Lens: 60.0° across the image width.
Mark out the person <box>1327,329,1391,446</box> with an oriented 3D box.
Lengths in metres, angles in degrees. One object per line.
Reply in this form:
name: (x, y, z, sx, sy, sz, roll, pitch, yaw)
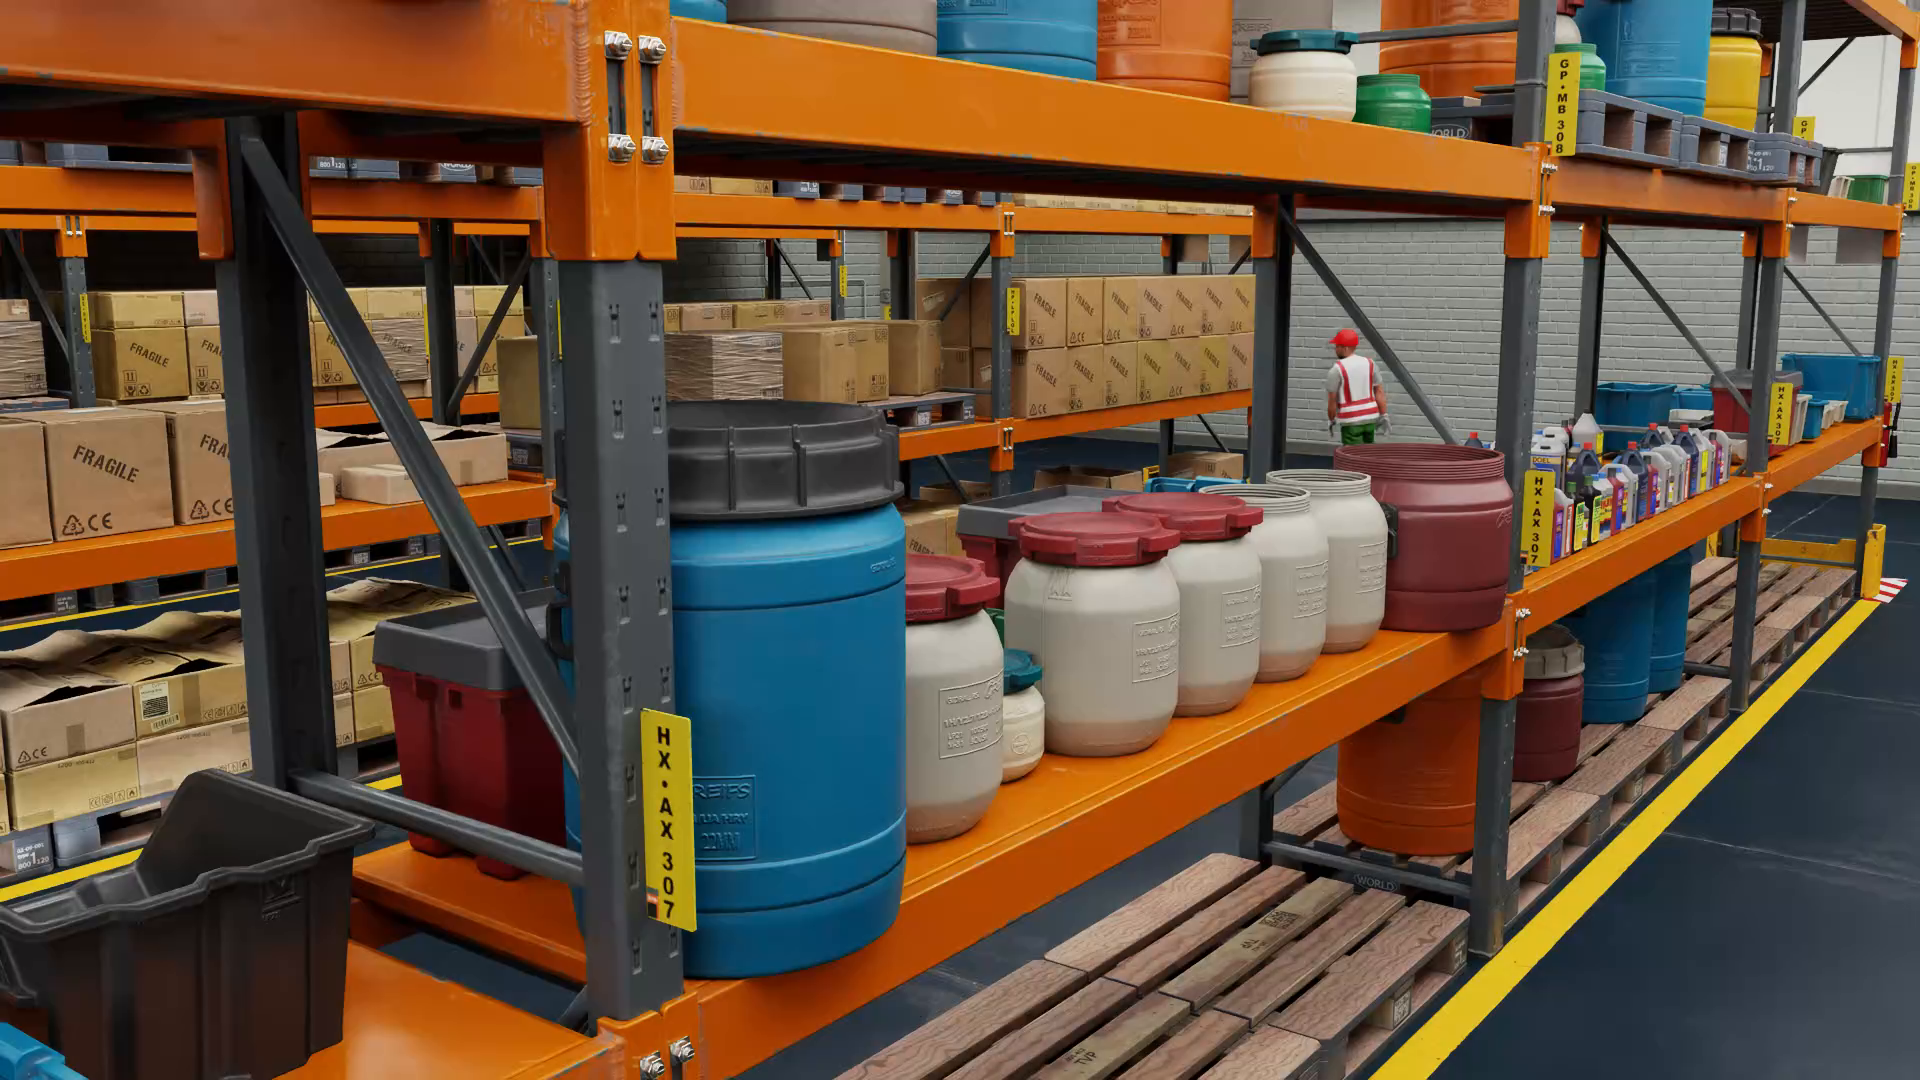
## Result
person: (3.712, -1.115, 15.787, 0.631, 1.767, 0.688, -3, 10, -18)
